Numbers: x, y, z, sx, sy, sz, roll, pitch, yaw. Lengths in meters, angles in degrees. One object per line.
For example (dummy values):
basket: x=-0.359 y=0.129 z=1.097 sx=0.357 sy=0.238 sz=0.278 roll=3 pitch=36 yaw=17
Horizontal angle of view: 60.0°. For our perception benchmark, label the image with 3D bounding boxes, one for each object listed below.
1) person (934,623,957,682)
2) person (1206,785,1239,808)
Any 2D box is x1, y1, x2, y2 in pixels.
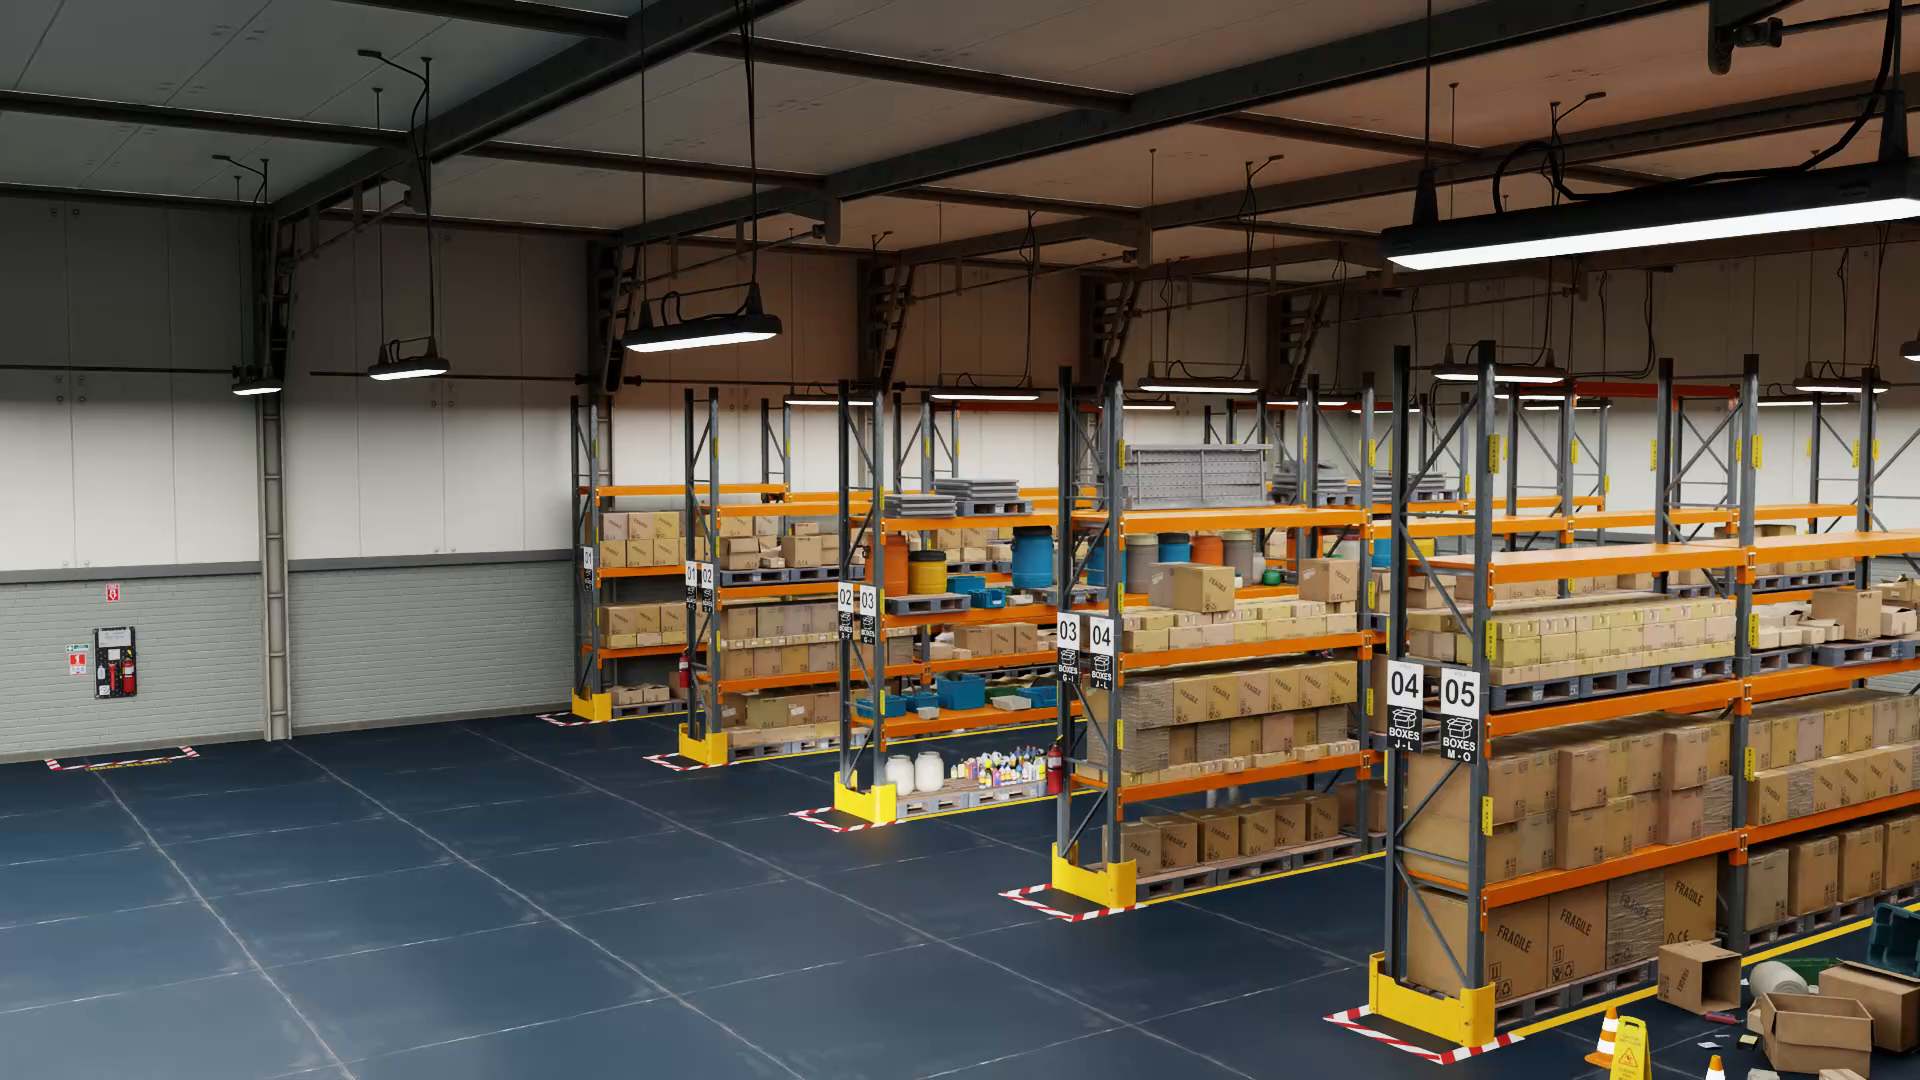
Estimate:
person: x=-0.281 y=2.379 z=31.736 sx=0.597 sy=1.755 sz=0.470 roll=-3 pitch=5 yaw=-45
person: x=3.563 y=2.940 z=22.371 sx=0.583 sy=1.777 sz=0.444 roll=-1 pitch=3 yaw=-10
